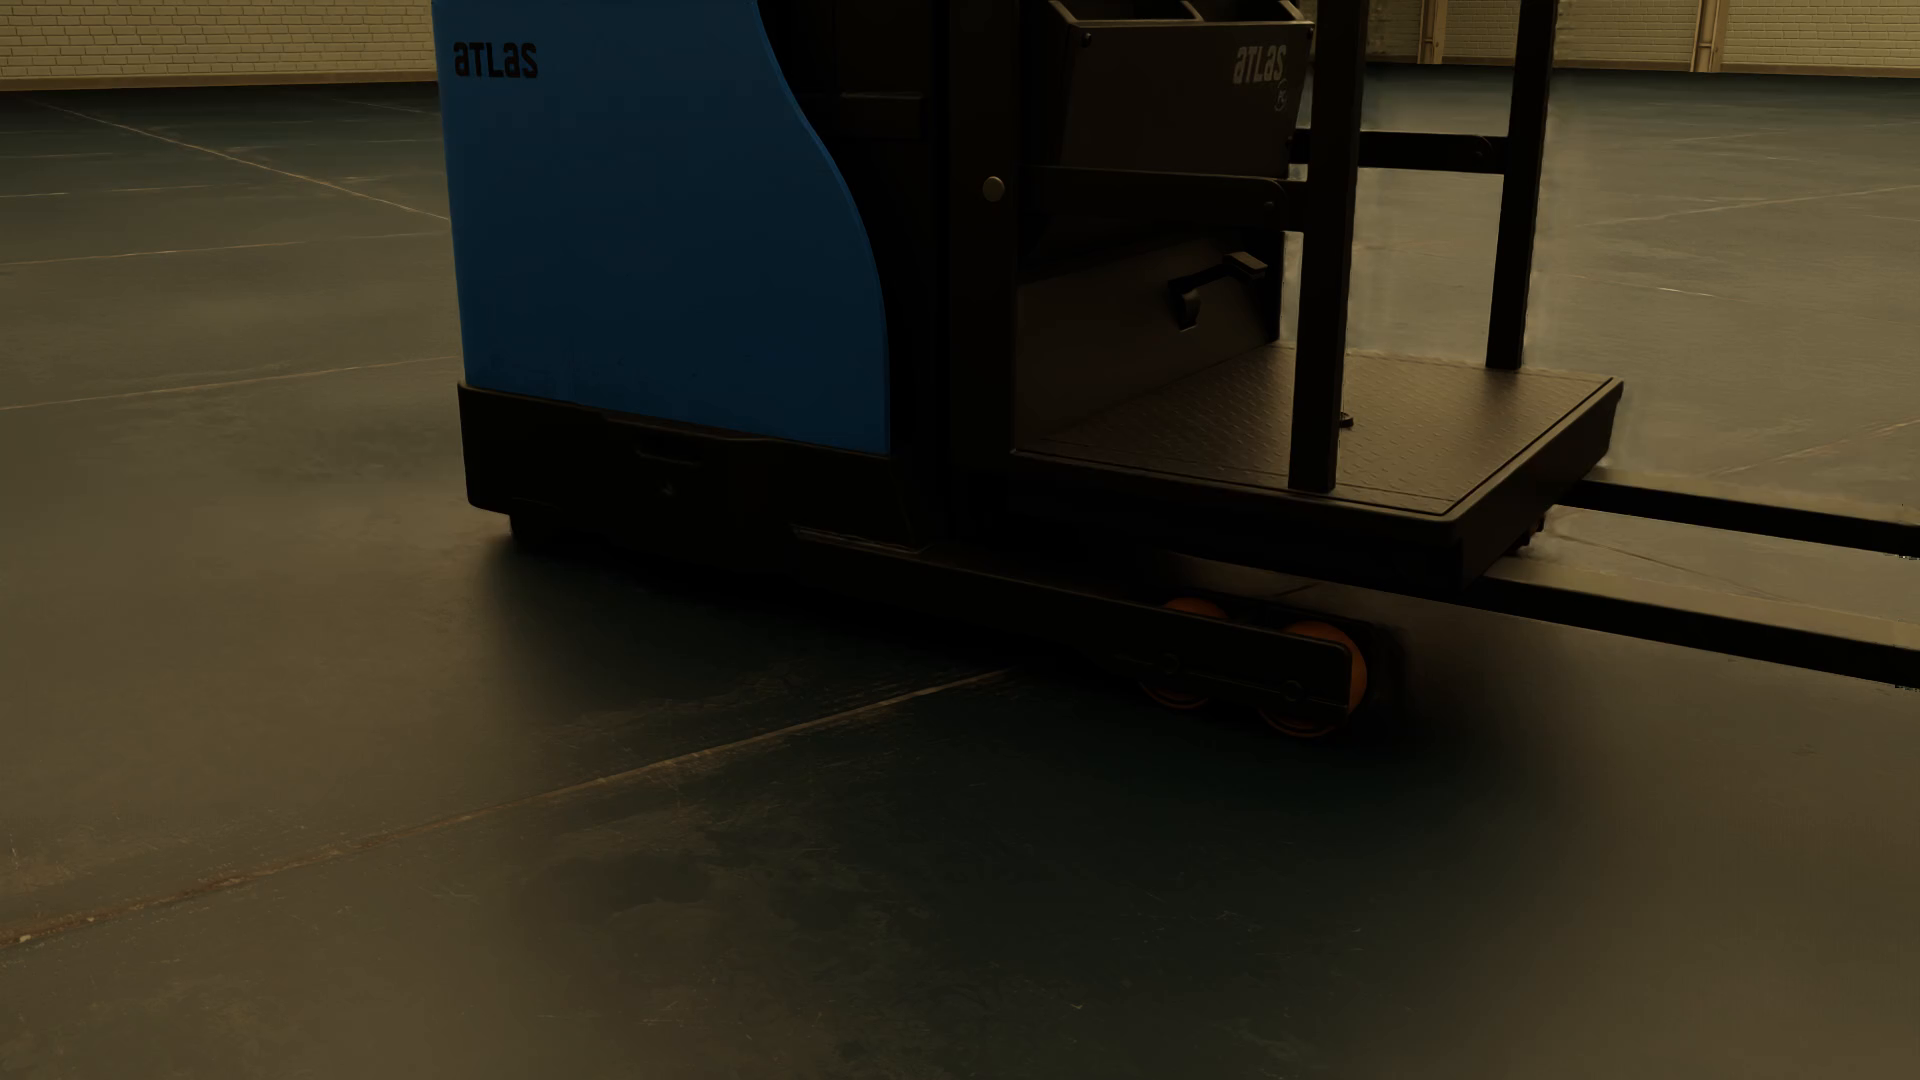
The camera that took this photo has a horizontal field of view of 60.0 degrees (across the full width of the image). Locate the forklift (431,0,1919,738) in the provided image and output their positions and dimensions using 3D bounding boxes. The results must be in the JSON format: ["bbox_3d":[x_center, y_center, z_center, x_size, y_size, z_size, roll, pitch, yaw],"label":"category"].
[{"bbox_3d":[0.535,-1.294,2.537,3.031,2.935,1.130,11,21,31],"label":"forklift"}]
